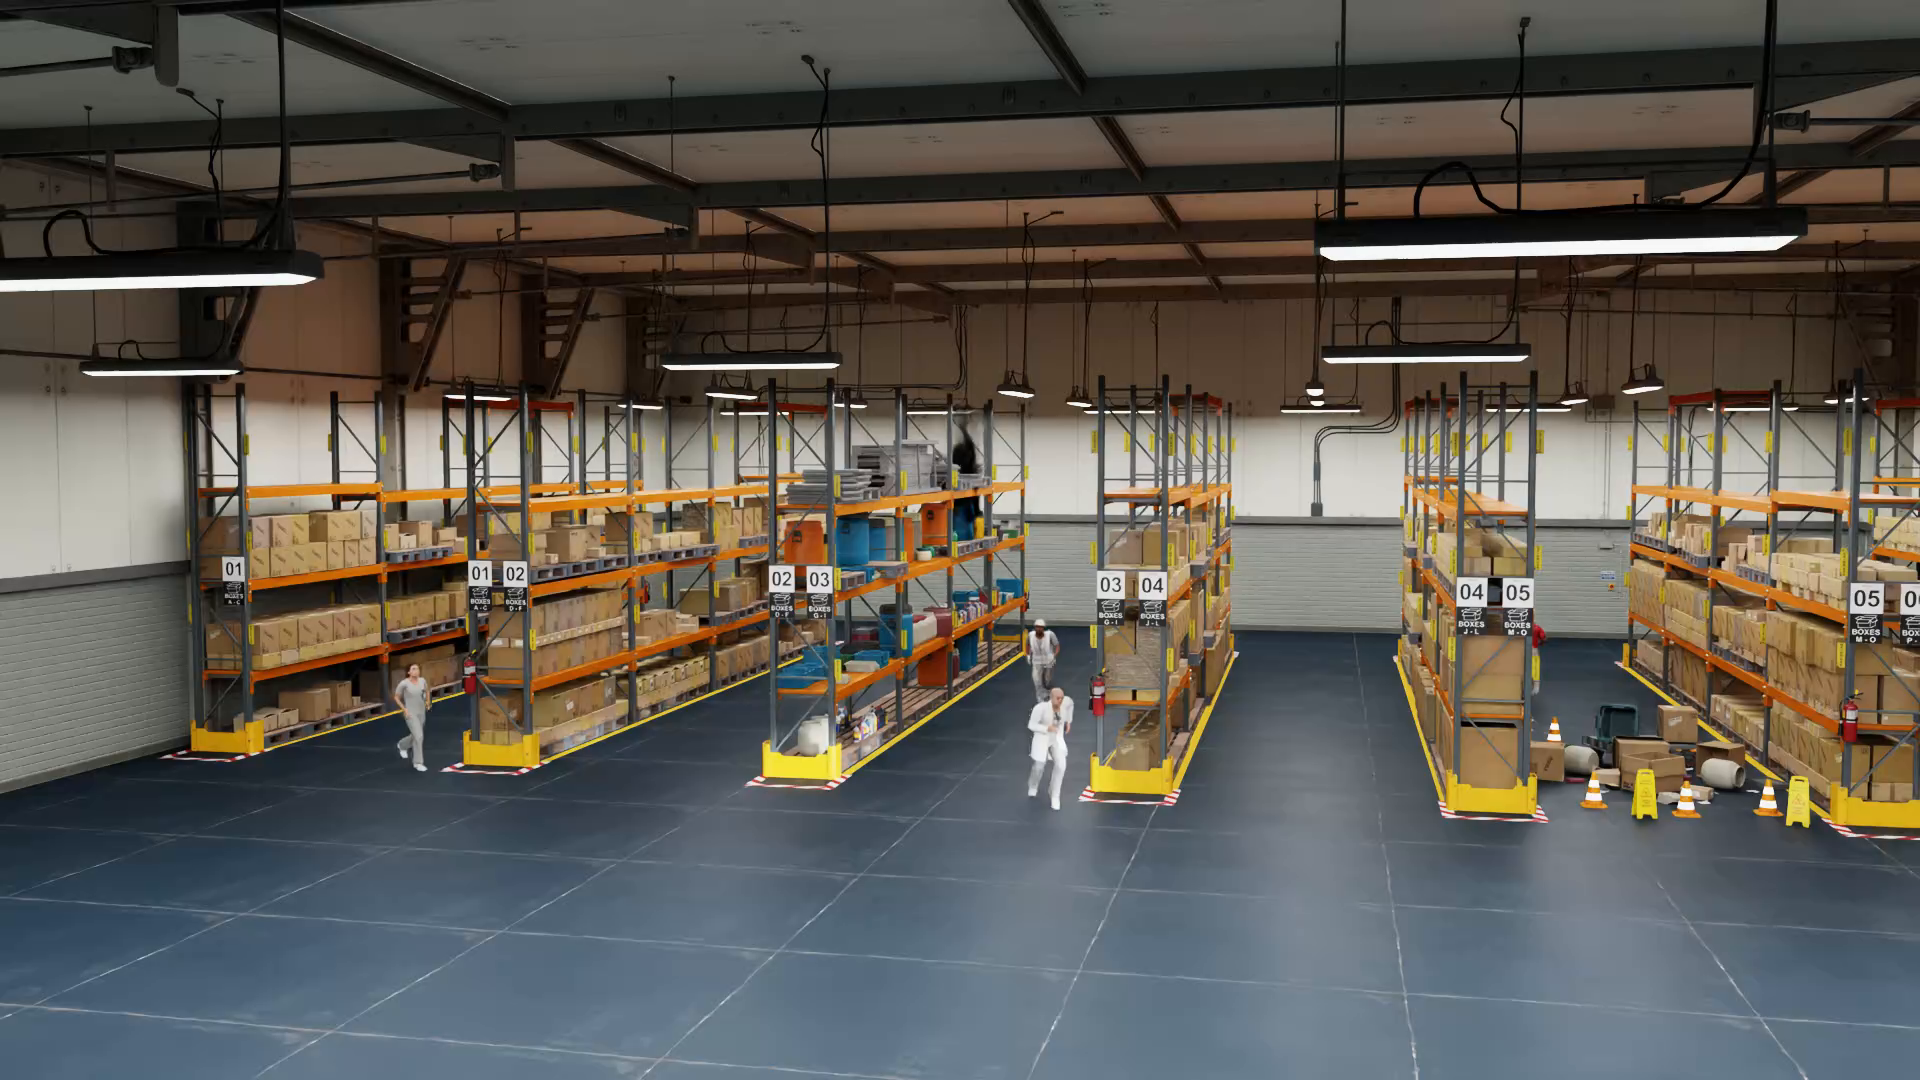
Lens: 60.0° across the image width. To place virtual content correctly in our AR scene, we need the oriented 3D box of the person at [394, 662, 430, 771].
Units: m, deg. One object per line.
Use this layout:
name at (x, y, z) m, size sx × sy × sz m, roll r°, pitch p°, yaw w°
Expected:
person at (-8.510, 2.711, 25.768) m, size 0.765 × 1.678 × 0.565 m, roll 3°, pitch 4°, yaw 40°

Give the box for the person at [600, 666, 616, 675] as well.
person at (-7.088, 2.263, 33.744) m, size 0.595 × 1.622 × 0.561 m, roll 0°, pitch 3°, yaw 4°

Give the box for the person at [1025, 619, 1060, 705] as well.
person at (1.552, 2.348, 31.352) m, size 0.679 × 1.771 × 1.073 m, roll 0°, pitch 3°, yaw 8°

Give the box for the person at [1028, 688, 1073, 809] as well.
person at (1.227, 2.867, 23.154) m, size 0.750 × 1.728 × 1.071 m, roll -1°, pitch 3°, yaw -21°

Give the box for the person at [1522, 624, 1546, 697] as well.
person at (11.223, 2.302, 32.822) m, size 0.672 × 1.735 × 0.814 m, roll 0°, pitch 3°, yaw 6°
